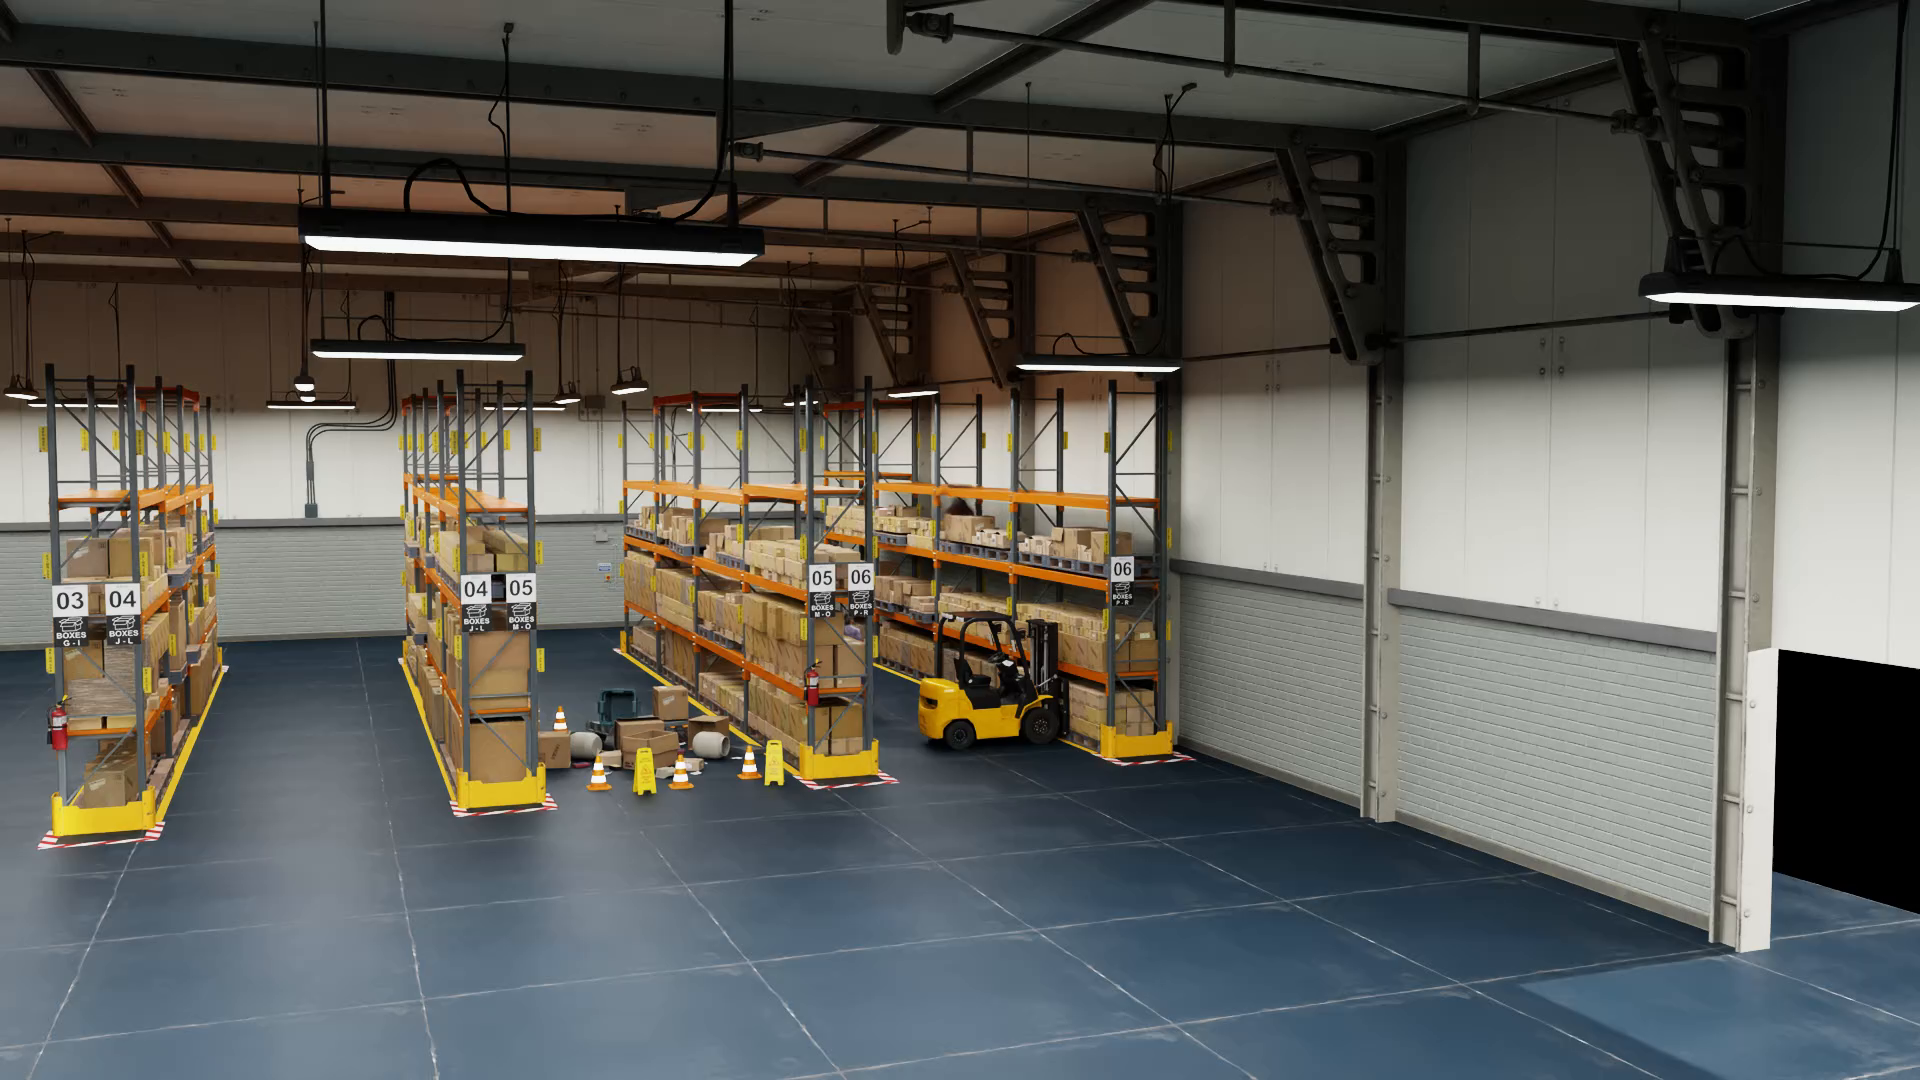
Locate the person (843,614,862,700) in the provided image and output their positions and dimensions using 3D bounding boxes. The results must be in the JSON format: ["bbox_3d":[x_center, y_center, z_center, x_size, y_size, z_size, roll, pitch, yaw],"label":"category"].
[{"bbox_3d":[-2.091,2.206,31.279,0.471,1.640,0.735,-2,4,-25],"label":"person"}]
